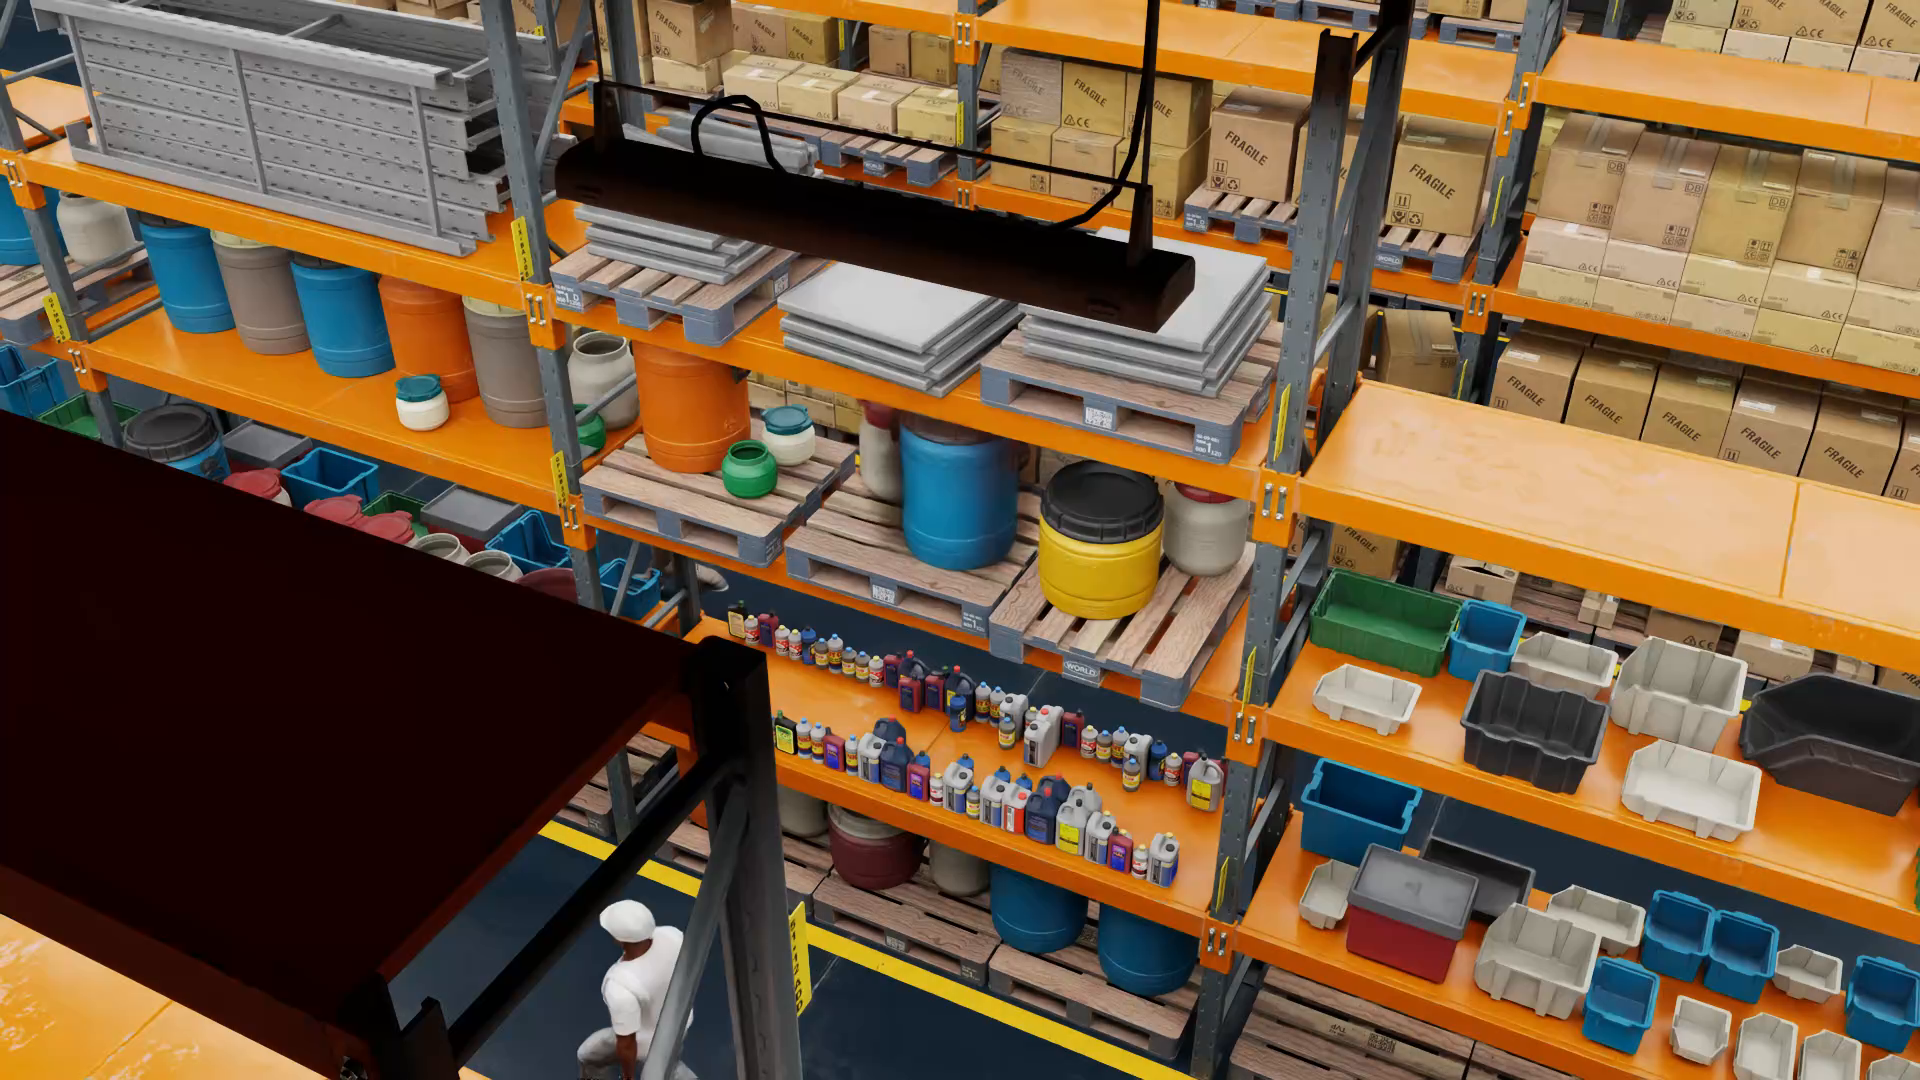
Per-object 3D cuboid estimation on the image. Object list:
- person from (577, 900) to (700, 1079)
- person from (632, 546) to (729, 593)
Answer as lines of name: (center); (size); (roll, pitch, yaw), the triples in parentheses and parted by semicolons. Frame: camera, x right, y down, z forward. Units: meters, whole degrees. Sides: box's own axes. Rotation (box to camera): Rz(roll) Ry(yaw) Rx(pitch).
person: (-1.667, 2.422, 8.498); (0.975, 1.637, 0.616); (20, 40, 26)
person: (-2.236, -0.185, 12.628); (0.965, 1.670, 0.569); (6, 36, 9)
